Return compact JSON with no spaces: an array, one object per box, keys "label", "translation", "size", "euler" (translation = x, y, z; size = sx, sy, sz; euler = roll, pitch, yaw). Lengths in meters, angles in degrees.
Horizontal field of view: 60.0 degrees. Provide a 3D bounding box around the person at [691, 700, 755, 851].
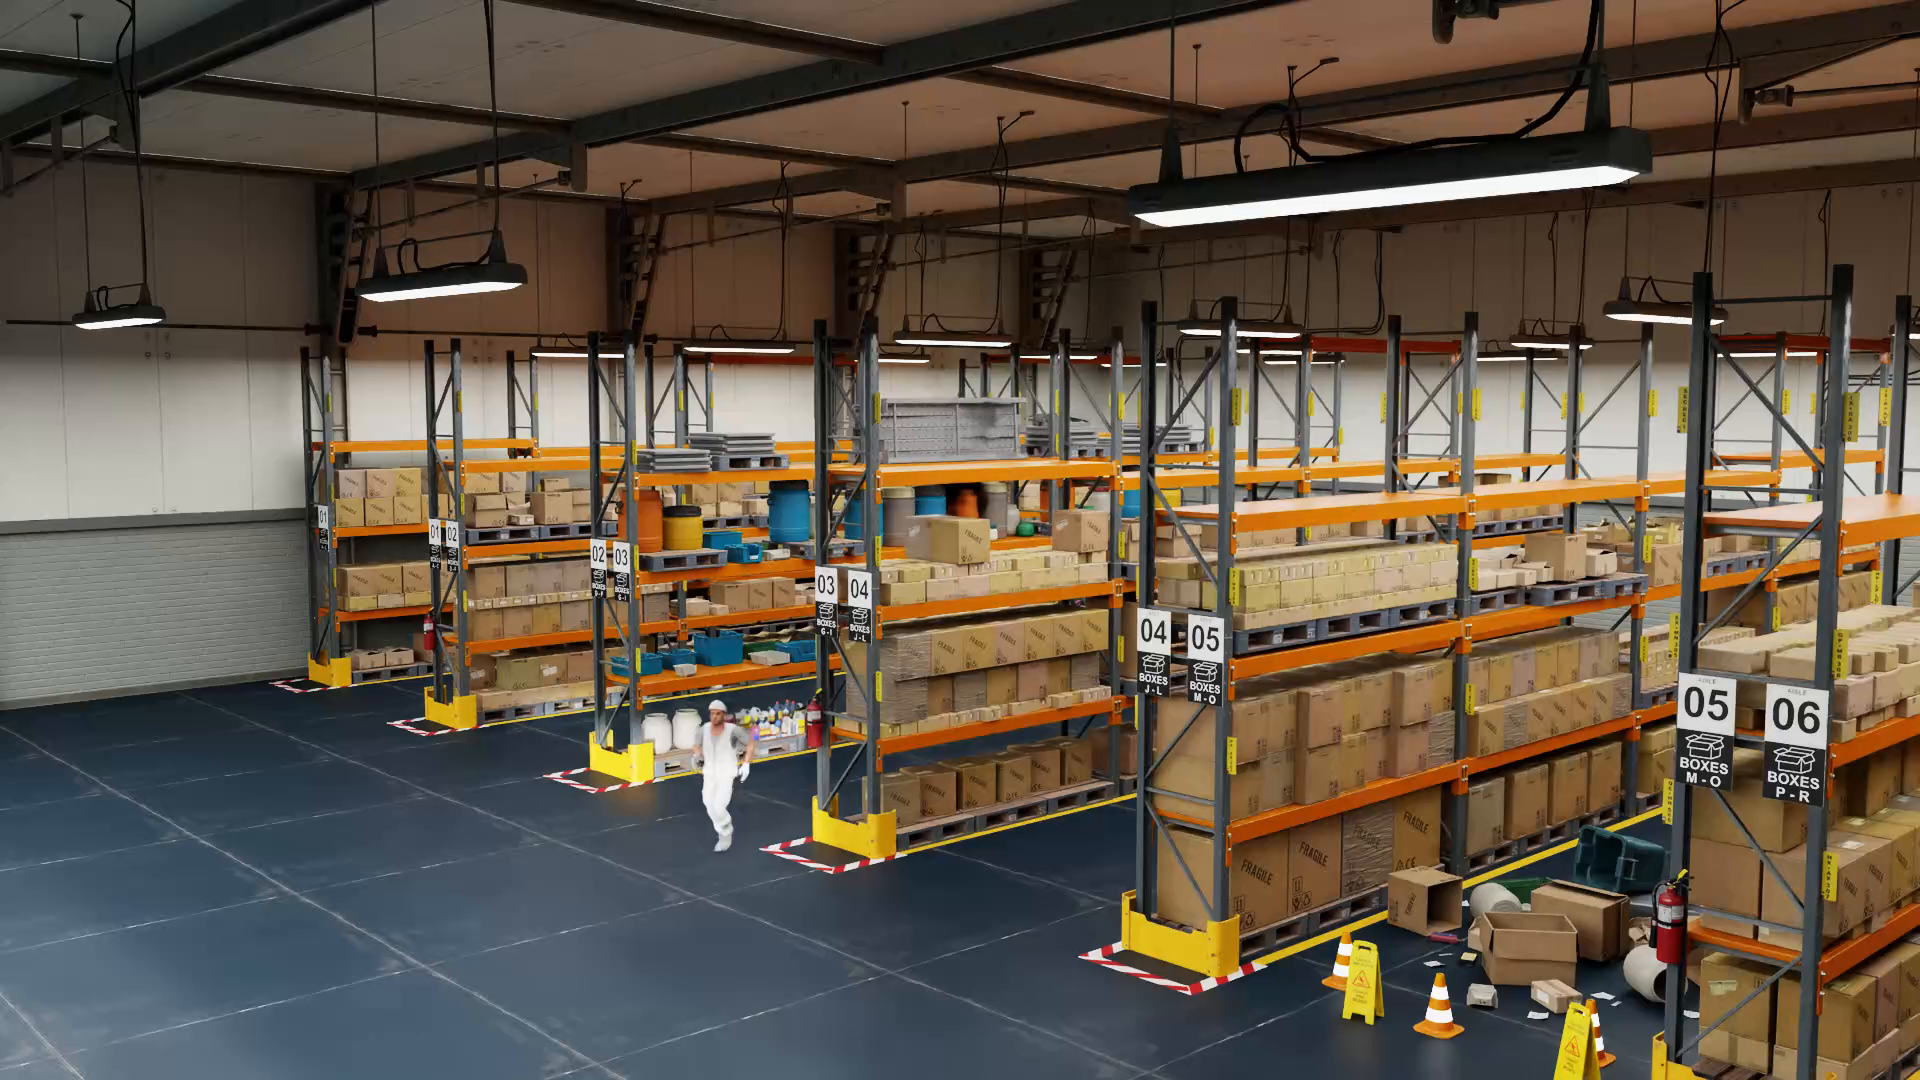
[{"label":"person","translation":[-2.704,2.658,18.643],"size":[0.679,1.743,0.673],"euler":[2,5,17]}]
